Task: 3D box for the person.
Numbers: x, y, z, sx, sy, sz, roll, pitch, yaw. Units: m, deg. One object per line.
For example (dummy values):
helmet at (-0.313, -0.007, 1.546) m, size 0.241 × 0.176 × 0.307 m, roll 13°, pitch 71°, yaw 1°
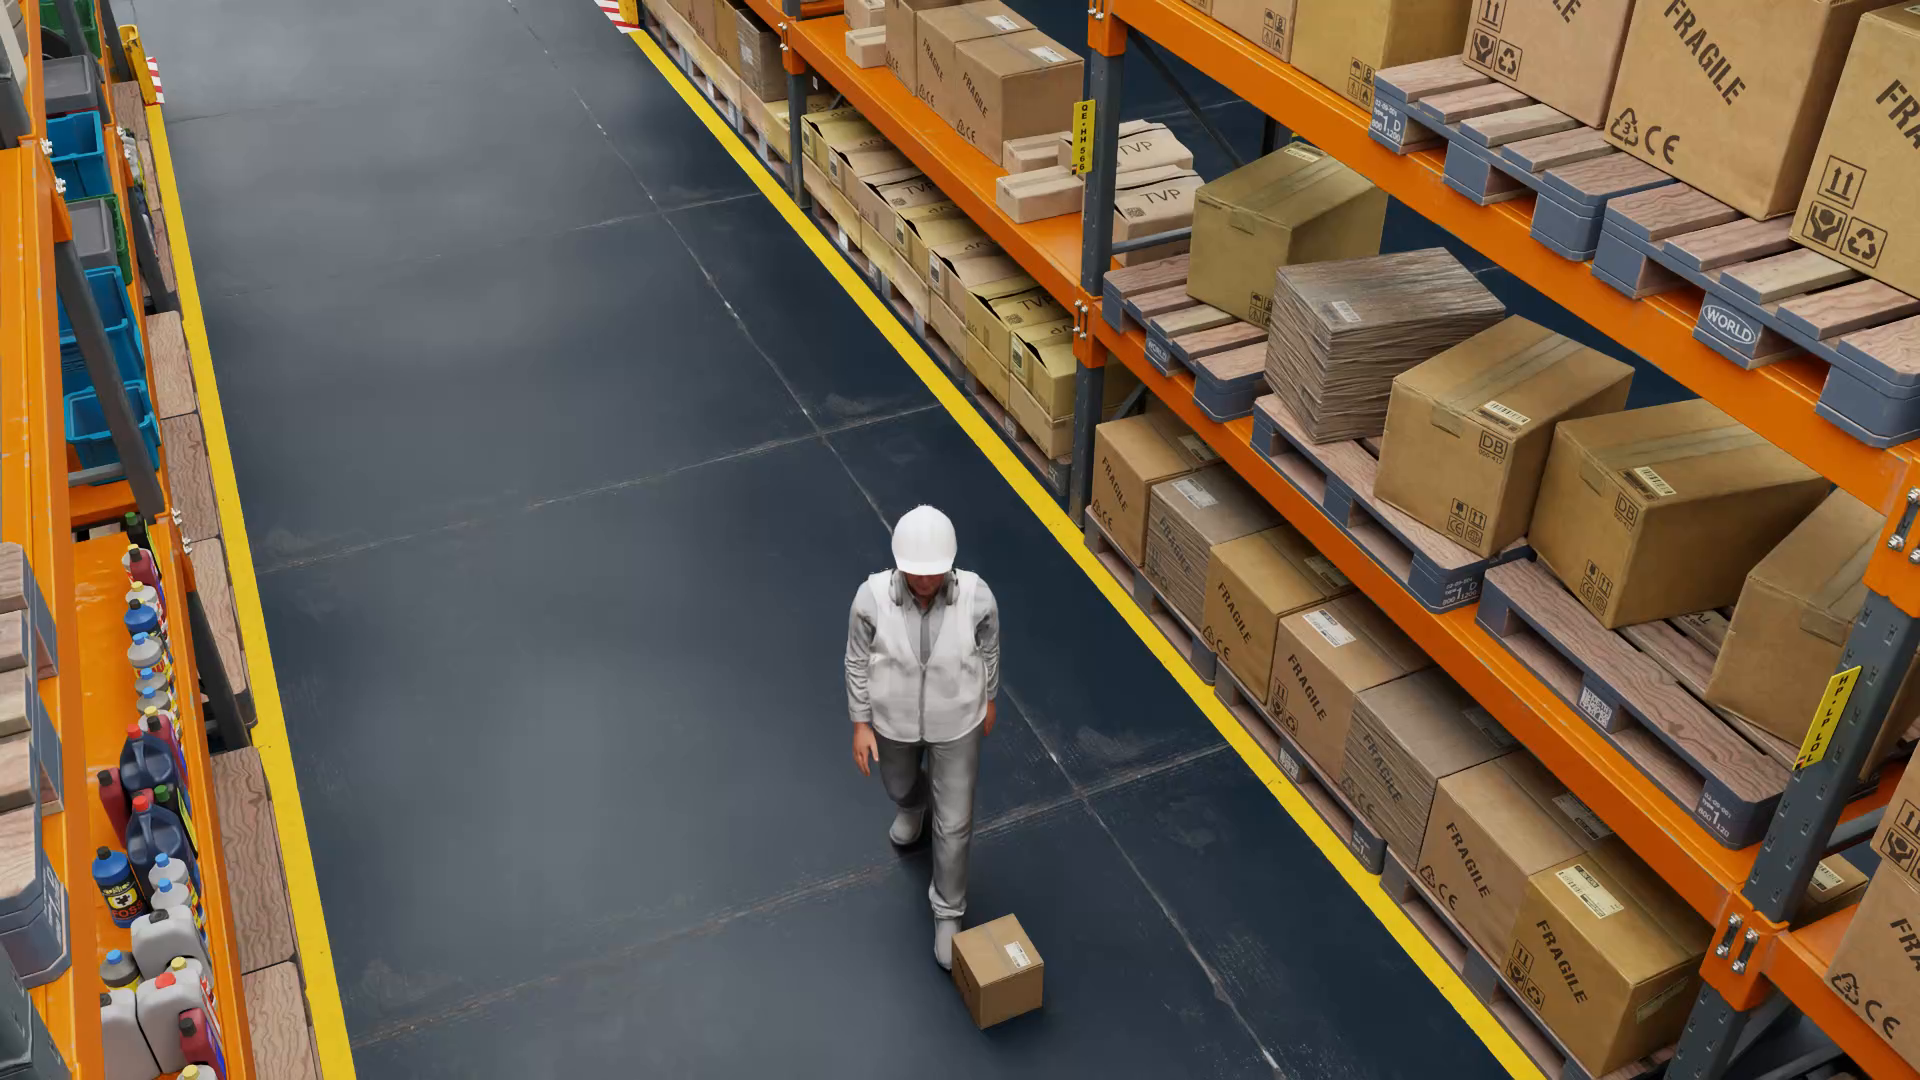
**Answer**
person at (-0.139, 0.648, 5.973) m, size 0.547 × 1.741 × 0.884 m, roll 2°, pitch 37°, yaw 2°
